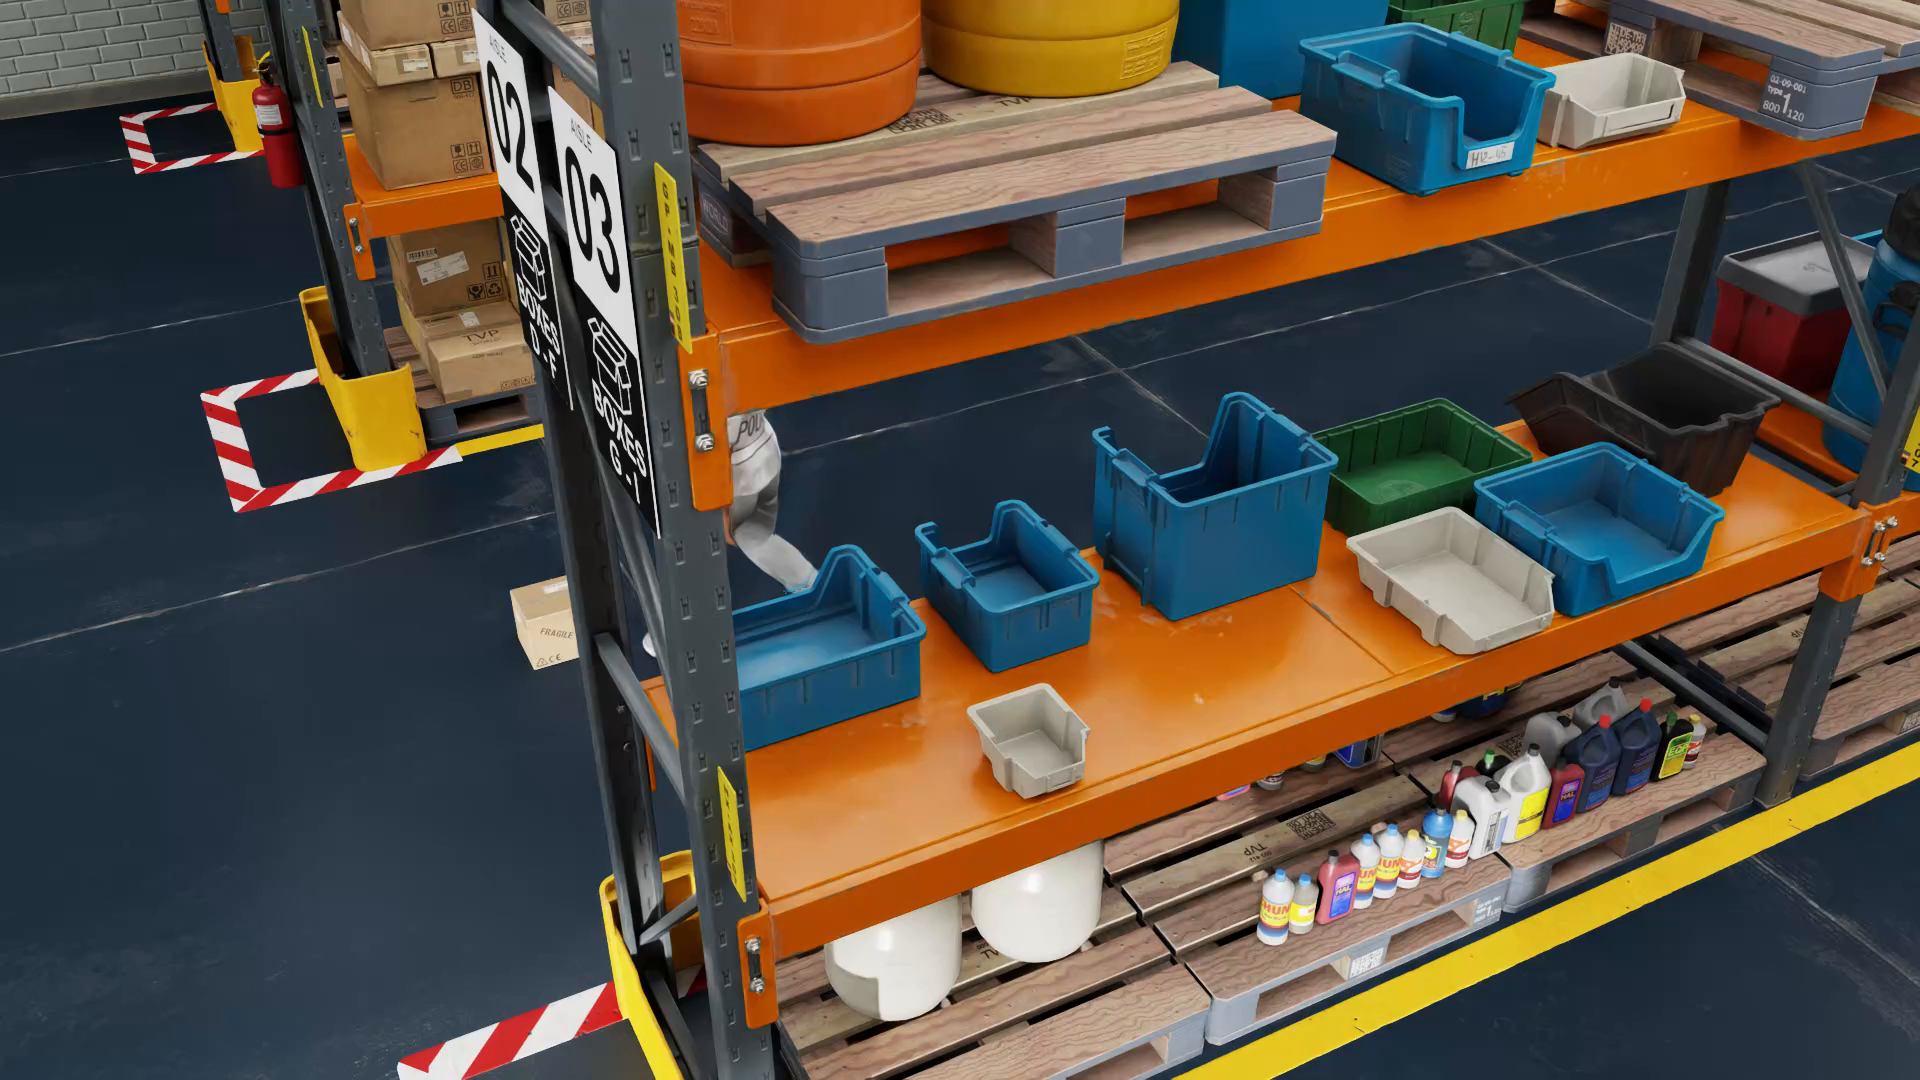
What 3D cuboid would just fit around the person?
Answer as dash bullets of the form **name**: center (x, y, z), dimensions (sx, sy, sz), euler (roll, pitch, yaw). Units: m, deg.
- **person**: center (-0.871, -0.237, 6.492), dimensions (0.845, 1.632, 0.490), euler (11, 35, 17)
